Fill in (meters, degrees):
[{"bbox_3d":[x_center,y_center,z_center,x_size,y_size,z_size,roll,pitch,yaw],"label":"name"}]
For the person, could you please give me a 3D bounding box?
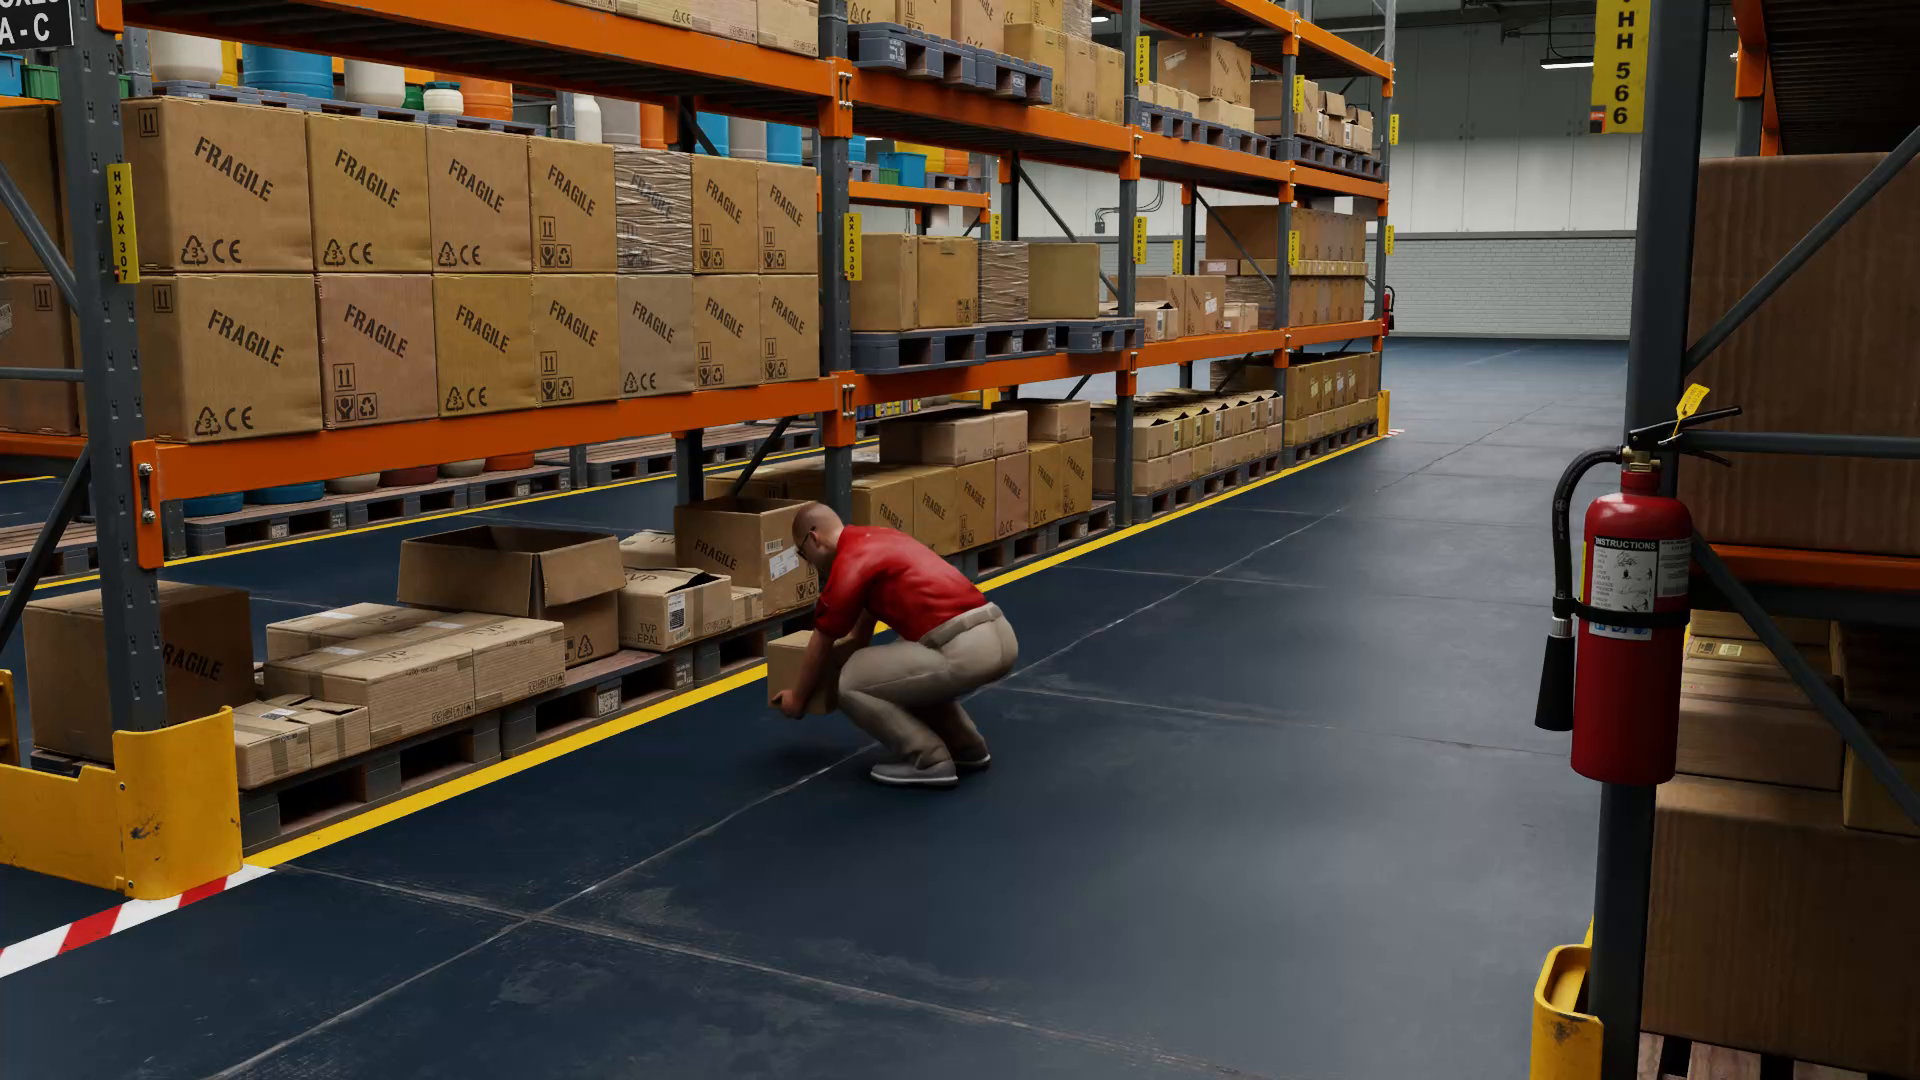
[{"bbox_3d":[-0.245,0.363,6.054,0.895,0.985,0.533,4,10,25],"label":"person"}]
